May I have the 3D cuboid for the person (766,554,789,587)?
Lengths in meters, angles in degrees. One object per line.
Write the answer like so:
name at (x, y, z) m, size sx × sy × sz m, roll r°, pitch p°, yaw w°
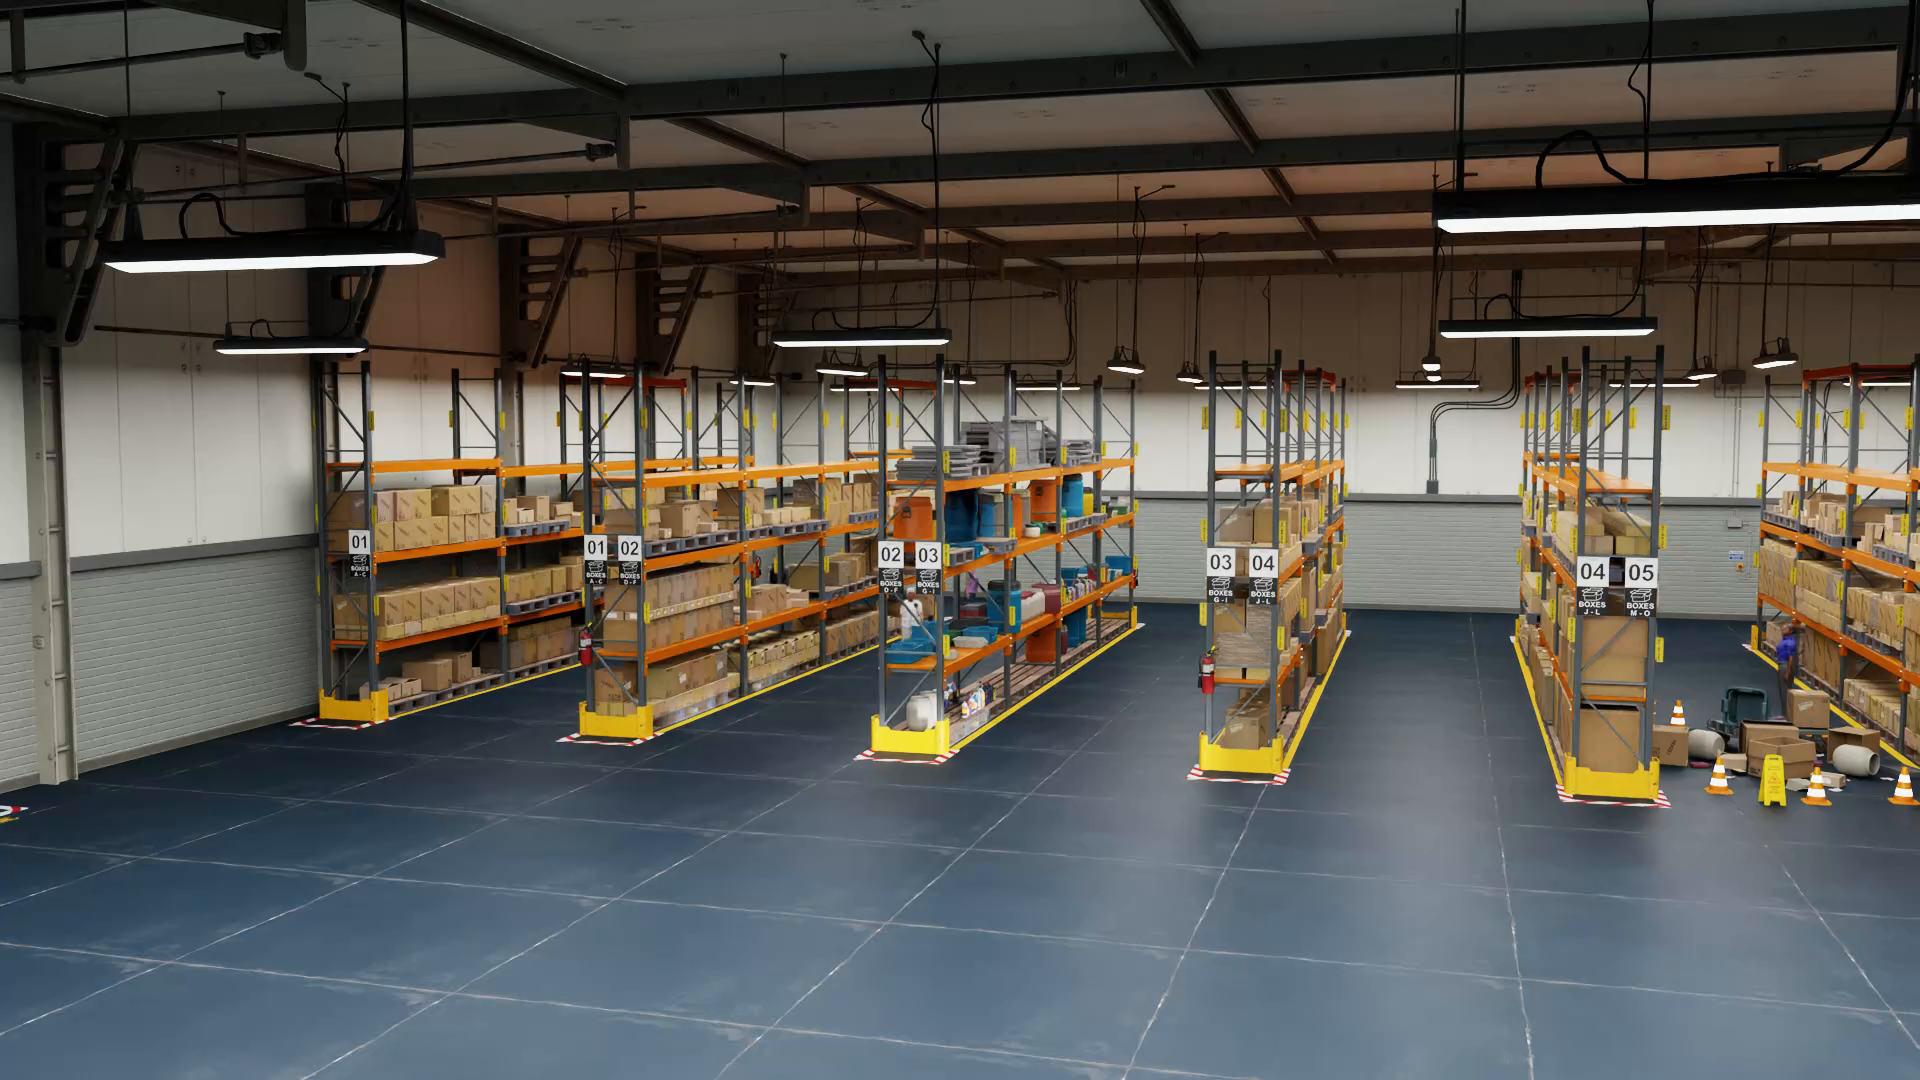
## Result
person at (-4.561, 1.200, 41.472) m, size 0.530 × 1.687 × 0.976 m, roll 1°, pitch 4°, yaw 11°

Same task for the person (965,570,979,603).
person at (0.321, 1.313, 40.643) m, size 0.498 × 1.600 × 0.443 m, roll 2°, pitch 5°, yaw 27°

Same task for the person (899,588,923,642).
person at (-0.996, 1.774, 33.845) m, size 0.519 × 1.611 × 0.932 m, roll 1°, pitch 4°, yaw 10°

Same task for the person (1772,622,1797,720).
person at (13.796, 2.196, 27.745) m, size 0.396 × 1.656 × 0.480 m, roll 3°, pitch 5°, yaw 40°
